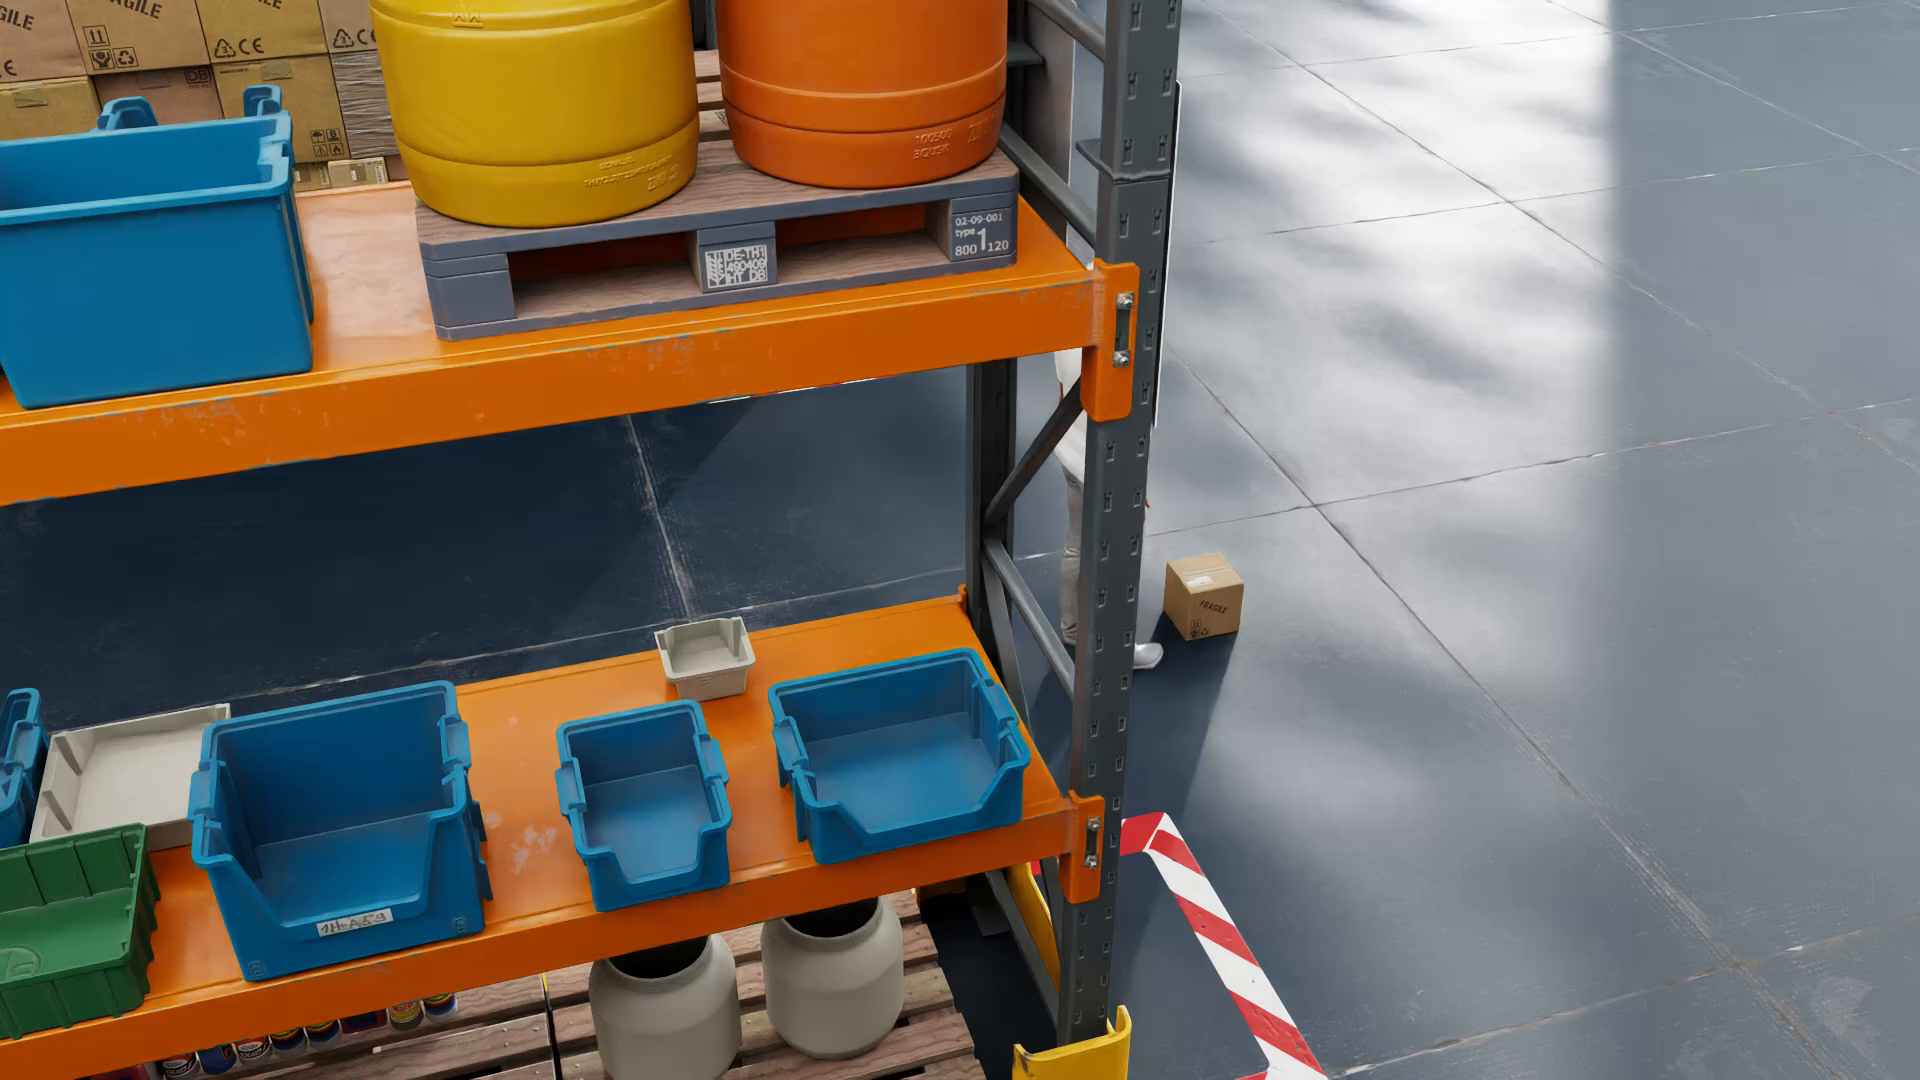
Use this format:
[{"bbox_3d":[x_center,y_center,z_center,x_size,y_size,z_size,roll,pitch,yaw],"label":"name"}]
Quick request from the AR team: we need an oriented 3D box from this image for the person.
[{"bbox_3d":[0.595,-0.310,6.582,0.407,1.775,0.588,-13,36,-19],"label":"person"}]
